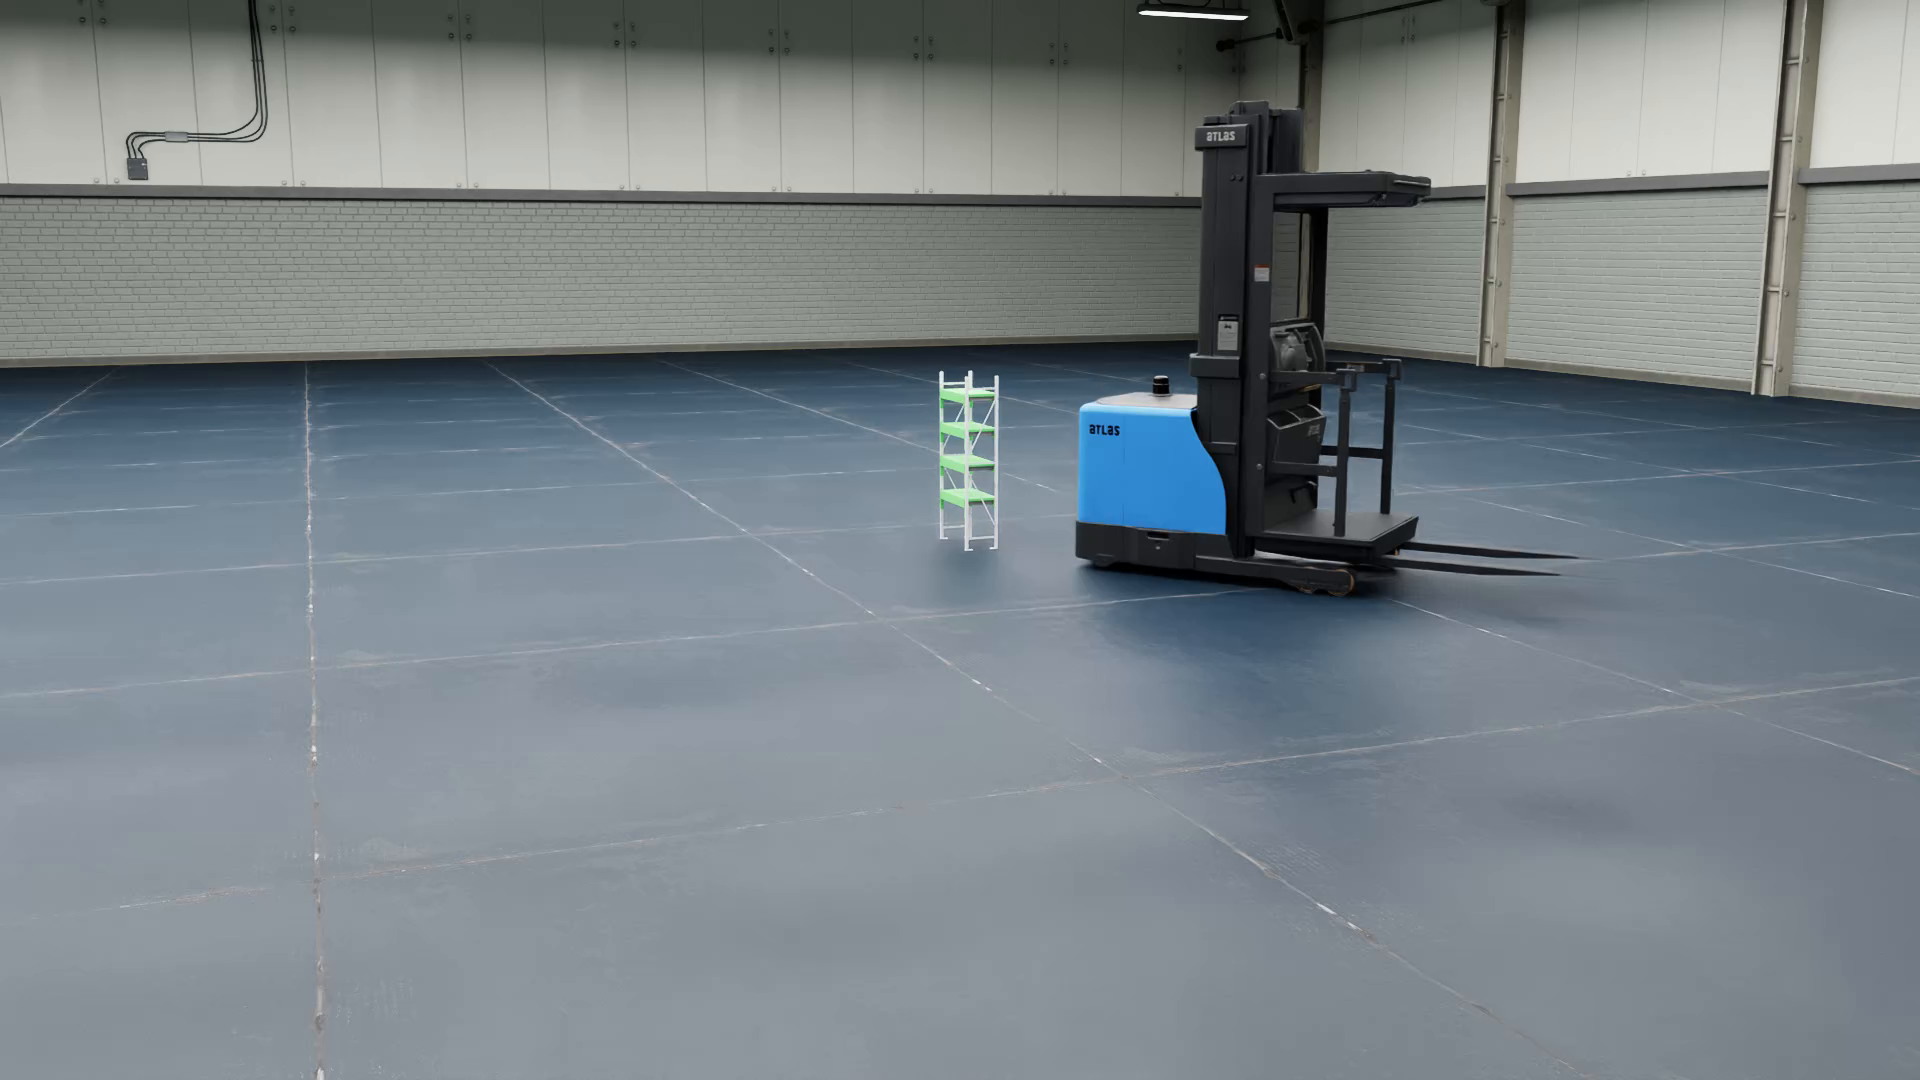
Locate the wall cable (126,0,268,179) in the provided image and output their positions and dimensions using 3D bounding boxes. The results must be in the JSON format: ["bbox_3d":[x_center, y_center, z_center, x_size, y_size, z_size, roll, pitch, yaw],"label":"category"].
[{"bbox_3d":[-13.294,-9.269,28.621,2.305,6.003,0.169,-4,11,-21],"label":"wall cable"}]

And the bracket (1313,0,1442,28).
[{"bbox_3d":[7.799,-9.690,30.423,0.076,0.066,4.783,-4,11,-21],"label":"bracket"}]

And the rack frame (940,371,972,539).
[{"bbox_3d":[-0.028,-0.604,11.887,0.240,1.200,0.015,-4,11,-21],"label":"rack frame"}]

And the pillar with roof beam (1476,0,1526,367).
[{"bbox_3d":[5.208,-7.176,26.568,9.100,9.000,0.548,-4,11,-21],"label":"pillar with roof beam"}]

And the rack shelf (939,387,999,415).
[{"bbox_3d":[0.060,-0.973,11.590,0.258,0.148,0.480,-4,11,-21],"label":"rack shelf"}]

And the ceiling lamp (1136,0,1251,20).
[{"bbox_3d":[3.823,-10.357,27.783,2.000,3.185,0.800,-4,11,-21],"label":"ceiling lamp"}]

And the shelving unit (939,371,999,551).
[{"bbox_3d":[0.060,-0.564,11.663,0.258,1.200,0.503,-4,11,-21],"label":"shelving unit"}]

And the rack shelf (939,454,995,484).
[{"bbox_3d":[0.060,-0.501,11.674,0.258,0.148,0.480,-4,11,-21],"label":"rack shelf"}]

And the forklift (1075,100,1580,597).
[{"bbox_3d":[2.293,-1.208,10.344,3.031,2.935,1.130,6,12,29],"label":"forklift"}]

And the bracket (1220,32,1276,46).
[{"bbox_3d":[5.920,-10.537,35.181,0.076,0.066,3.189,-4,11,-21],"label":"bracket"}]

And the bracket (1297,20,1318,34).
[{"bbox_3d":[6.866,-10.111,32.787,0.235,0.232,0.430,-4,11,-21],"label":"bracket"}]

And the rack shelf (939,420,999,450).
[{"bbox_3d":[0.060,-0.737,11.632,0.258,0.148,0.480,-4,11,-21],"label":"rack shelf"}]

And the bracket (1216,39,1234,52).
[{"bbox_3d":[5.706,-10.633,35.723,0.235,0.232,0.430,-4,11,-21],"label":"bracket"}]

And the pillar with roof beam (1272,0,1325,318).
[{"bbox_3d":[3.034,-8.156,32.074,9.100,9.000,0.548,-4,11,-21],"label":"pillar with roof beam"}]

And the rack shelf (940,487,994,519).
[{"bbox_3d":[0.060,-0.265,11.716,0.258,0.148,0.480,-4,11,-21],"label":"rack shelf"}]

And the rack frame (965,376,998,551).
[{"bbox_3d":[0.148,-0.524,11.439,0.240,1.200,0.015,-4,11,-21],"label":"rack frame"}]

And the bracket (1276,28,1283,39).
[{"bbox_3d":[6.565,-10.246,33.549,0.235,0.232,0.430,-4,11,-21],"label":"bracket"}]

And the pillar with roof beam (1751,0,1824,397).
[{"bbox_3d":[7.382,-6.197,21.062,9.100,9.000,0.400,-4,11,-21],"label":"pillar with roof beam"}]
